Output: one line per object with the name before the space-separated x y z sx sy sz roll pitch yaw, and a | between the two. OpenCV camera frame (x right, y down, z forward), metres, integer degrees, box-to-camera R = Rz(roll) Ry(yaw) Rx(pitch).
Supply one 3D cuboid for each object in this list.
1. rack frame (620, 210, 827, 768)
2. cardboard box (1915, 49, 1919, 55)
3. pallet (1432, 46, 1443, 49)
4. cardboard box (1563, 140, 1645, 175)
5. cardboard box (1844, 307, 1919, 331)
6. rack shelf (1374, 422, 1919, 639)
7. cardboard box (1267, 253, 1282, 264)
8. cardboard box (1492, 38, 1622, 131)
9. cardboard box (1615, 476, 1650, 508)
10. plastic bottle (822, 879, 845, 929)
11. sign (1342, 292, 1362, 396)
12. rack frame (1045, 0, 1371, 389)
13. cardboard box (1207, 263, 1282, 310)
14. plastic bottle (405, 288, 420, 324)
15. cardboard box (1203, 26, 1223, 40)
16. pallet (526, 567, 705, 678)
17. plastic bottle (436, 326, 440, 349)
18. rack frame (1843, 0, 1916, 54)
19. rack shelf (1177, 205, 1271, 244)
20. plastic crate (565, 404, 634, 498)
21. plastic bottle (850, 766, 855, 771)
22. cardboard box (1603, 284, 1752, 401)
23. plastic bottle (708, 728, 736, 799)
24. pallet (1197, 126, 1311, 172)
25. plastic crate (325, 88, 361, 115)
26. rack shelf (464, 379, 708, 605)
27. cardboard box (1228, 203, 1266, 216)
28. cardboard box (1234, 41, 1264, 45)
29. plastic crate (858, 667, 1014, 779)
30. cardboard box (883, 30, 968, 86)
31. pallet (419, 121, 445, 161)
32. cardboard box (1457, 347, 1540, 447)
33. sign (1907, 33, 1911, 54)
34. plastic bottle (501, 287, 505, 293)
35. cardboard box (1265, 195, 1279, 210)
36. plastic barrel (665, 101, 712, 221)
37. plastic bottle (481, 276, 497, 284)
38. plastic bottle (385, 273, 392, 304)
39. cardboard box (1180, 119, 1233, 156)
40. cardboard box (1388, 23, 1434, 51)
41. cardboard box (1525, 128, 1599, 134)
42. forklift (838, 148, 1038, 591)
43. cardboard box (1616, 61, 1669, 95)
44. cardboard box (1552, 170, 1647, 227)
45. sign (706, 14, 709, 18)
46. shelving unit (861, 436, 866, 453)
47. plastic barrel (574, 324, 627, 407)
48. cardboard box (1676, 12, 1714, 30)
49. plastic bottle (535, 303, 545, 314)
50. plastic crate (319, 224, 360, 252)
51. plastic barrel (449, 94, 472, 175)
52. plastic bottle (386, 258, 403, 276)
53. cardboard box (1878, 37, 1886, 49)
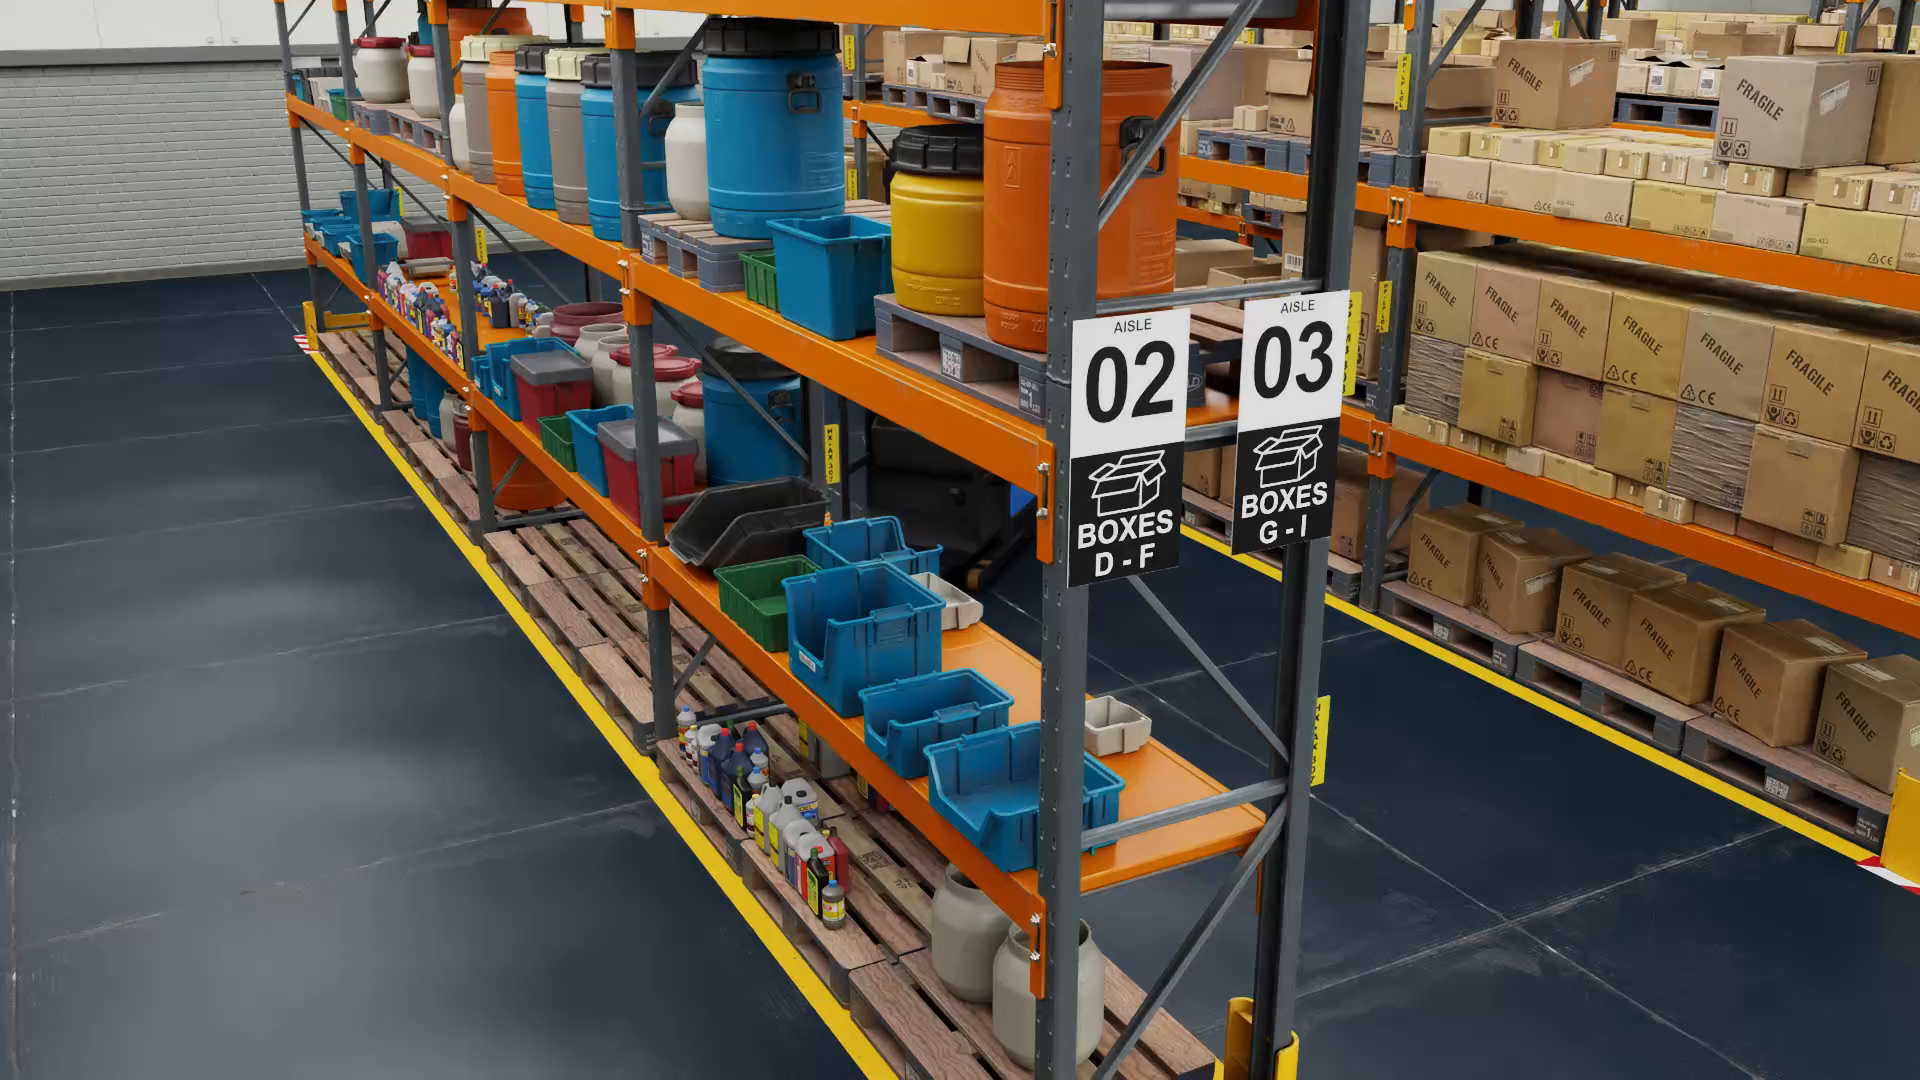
rack frame | -1.185 -0.249 8.754 1.000 3.000 0.127 -10 21 -27
cardboard box | 10.437 -4.891 17.455 0.700 0.500 0.500 -10 21 -27
pallet | 7.141 -6.810 23.305 1.003 0.211 1.213 -10 21 -27
cardboard box | 3.557 -2.110 9.167 0.380 0.149 0.250 -10 22 -28
cardboard box | 4.820 -0.873 8.420 0.500 0.500 0.500 -10 21 -27
rack shelf | 4.123 -0.102 9.430 1.077 0.370 4.000 -10 21 -27
cardboard box | 3.906 -3.170 19.258 0.500 0.250 0.500 -11 22 -29
cardboard box | 3.612 -2.768 10.081 0.500 0.500 0.500 -11 22 -28
cardboard box | 3.894 -0.296 9.275 0.380 0.149 0.250 -10 21 -27
plastic bottle | -0.544 1.555 7.142 0.097 0.201 0.097 0 19 0
sign | 1.200 -0.607 5.179 0.100 0.325 0.005 -10 21 -27
rack frame | 0.714 -1.936 4.447 1.000 3.000 0.127 -10 21 -27
cardboard box | 2.269 -1.747 12.292 0.797 0.503 0.637 -8 20 -21
plastic bottle | -4.550 -1.962 13.910 0.152 0.276 0.135 -10 21 -27
cardboard box | 3.111 -6.009 19.701 0.380 0.149 0.250 -10 21 -27
pallet | -2.176 0.499 10.861 1.003 0.211 1.213 -10 21 -27
plastic bottle | -4.032 -1.595 12.960 0.097 0.201 0.097 0 19 0
rack frame | 9.995 -6.535 17.775 1.000 3.000 0.127 -10 21 -27
rack shelf | 2.838 -4.286 21.556 1.077 0.370 4.000 -10 21 -27
plastic crate | -1.983 -0.510 9.534 0.392 0.384 0.575 -10 21 -27
plastic bottle | -0.535 0.991 8.548 0.144 0.351 0.185 -11 22 -29
cardboard box | 3.886 -1.079 9.018 0.500 0.500 0.500 -10 21 -27
plastic bottle | -1.167 1.091 8.256 0.144 0.351 0.185 -9 21 -25
pallet | 2.479 -2.836 11.941 1.213 0.211 1.003 -10 21 -27
plastic crate | -5.698 -4.096 15.561 0.416 0.233 0.300 -10 21 -27
rack shelf | -2.135 -0.483 10.535 1.077 0.370 4.000 -10 21 -27
cardboard box | 3.446 -3.979 19.948 0.380 0.149 0.250 -10 22 -27
cardboard box | 3.345 -5.728 19.498 0.500 0.250 0.500 -11 22 -29
plastic crate | -0.090 0.685 6.275 0.499 0.251 0.408 -10 21 -27
cardboard box | -0.341 -4.811 16.580 0.700 0.500 0.500 -9 21 -25
pallet | -3.362 -2.960 12.303 1.003 0.211 1.213 -10 21 -27
cardboard box | 3.539 -0.916 10.078 0.875 0.500 0.500 -10 21 -27
sign | 10.474 -5.445 18.421 0.100 0.325 0.005 -10 21 -27
plastic bottle | -3.837 -1.990 13.996 0.097 0.271 0.097 0 19 0
cardboard box | 3.707 -3.868 18.985 0.380 0.149 0.250 -10 21 -26
plastic barrel | -1.154 -1.764 7.731 0.421 0.512 0.421 0 19 0
plastic bottle | -4.100 -2.174 14.523 0.152 0.276 0.135 -10 21 -27
plastic bottle | -5.005 -2.217 14.654 0.097 0.271 0.097 0 19 0
cardboard box | 1.769 -3.043 12.484 0.500 0.250 0.500 -9 21 -26
cardboard box | 4.638 -5.172 17.097 0.396 0.266 0.258 -10 21 -27
cardboard box | 3.629 -2.412 10.043 0.380 0.149 0.250 -10 21 -26
forklift | -0.254 -1.177 11.549 1.130 2.935 3.031 7 20 19
cardboard box | 6.075 -4.111 14.780 0.500 0.250 0.500 -9 21 -25
cardboard box | 3.644 -1.899 9.167 0.500 0.250 0.500 -11 22 -29
sign | -3.016 -6.245 20.071 0.100 0.325 0.005 -10 21 -27
shelving unit | -0.642 -0.651 14.219 0.258 0.189 1.200 -4 19 -11
plastic barrel | -2.408 -1.188 11.303 0.421 0.512 0.421 0 19 0
cardboard box | 11.279 -7.888 25.300 0.500 0.250 0.500 -9 21 -25
plastic bottle | -3.359 -1.761 13.314 0.061 0.283 0.133 -10 21 -27
plastic crate | -6.431 -3.143 17.306 0.416 0.233 0.300 -10 21 -27
plastic barrel | -3.207 -2.731 11.178 0.421 0.512 0.421 0 19 0
plastic bottle | -5.083 -2.359 14.945 0.144 0.351 0.185 -10 21 -27
cardboard box | 12.598 -6.792 22.705 0.380 0.149 0.250 -10 21 -26
